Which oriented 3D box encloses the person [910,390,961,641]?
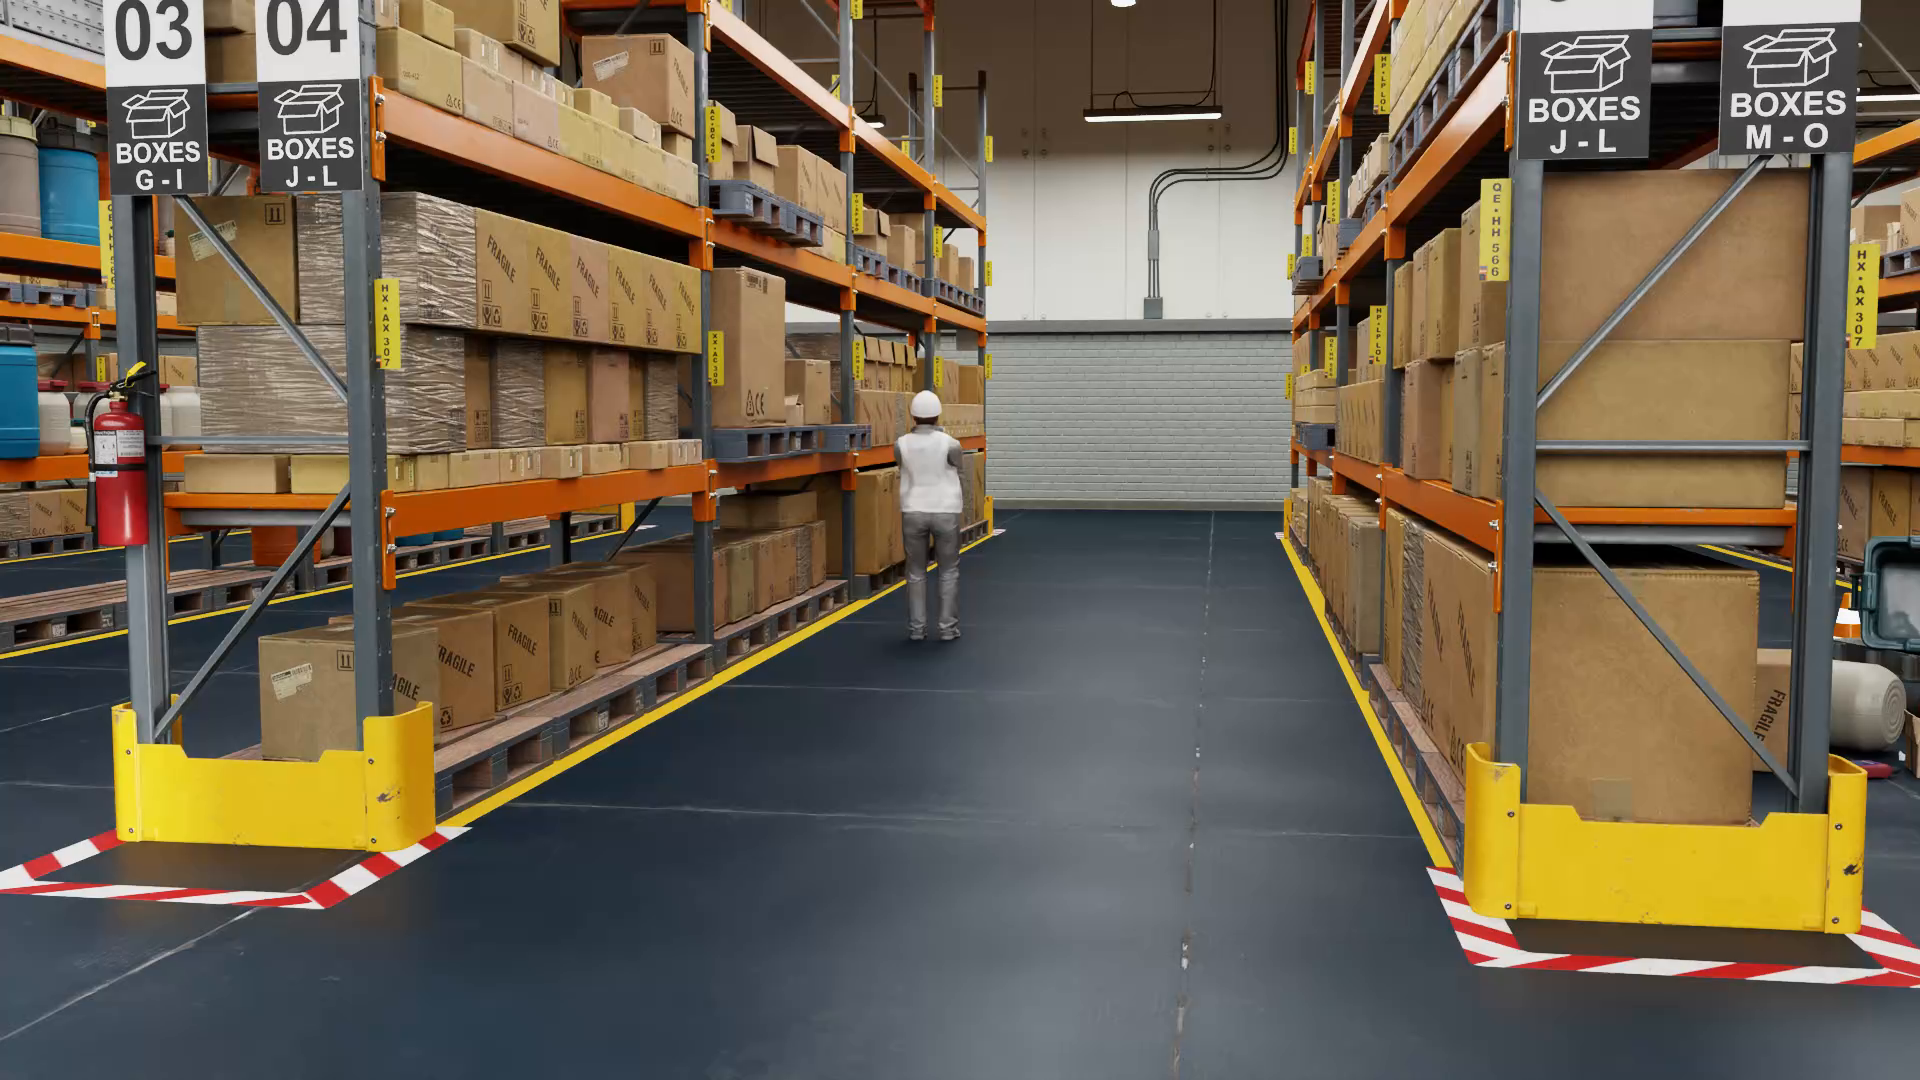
[{"bbox_3d":[-3.565,-2.215,11.925,7.118,5.808,11.419,1,4,9],"label":"person"}]
